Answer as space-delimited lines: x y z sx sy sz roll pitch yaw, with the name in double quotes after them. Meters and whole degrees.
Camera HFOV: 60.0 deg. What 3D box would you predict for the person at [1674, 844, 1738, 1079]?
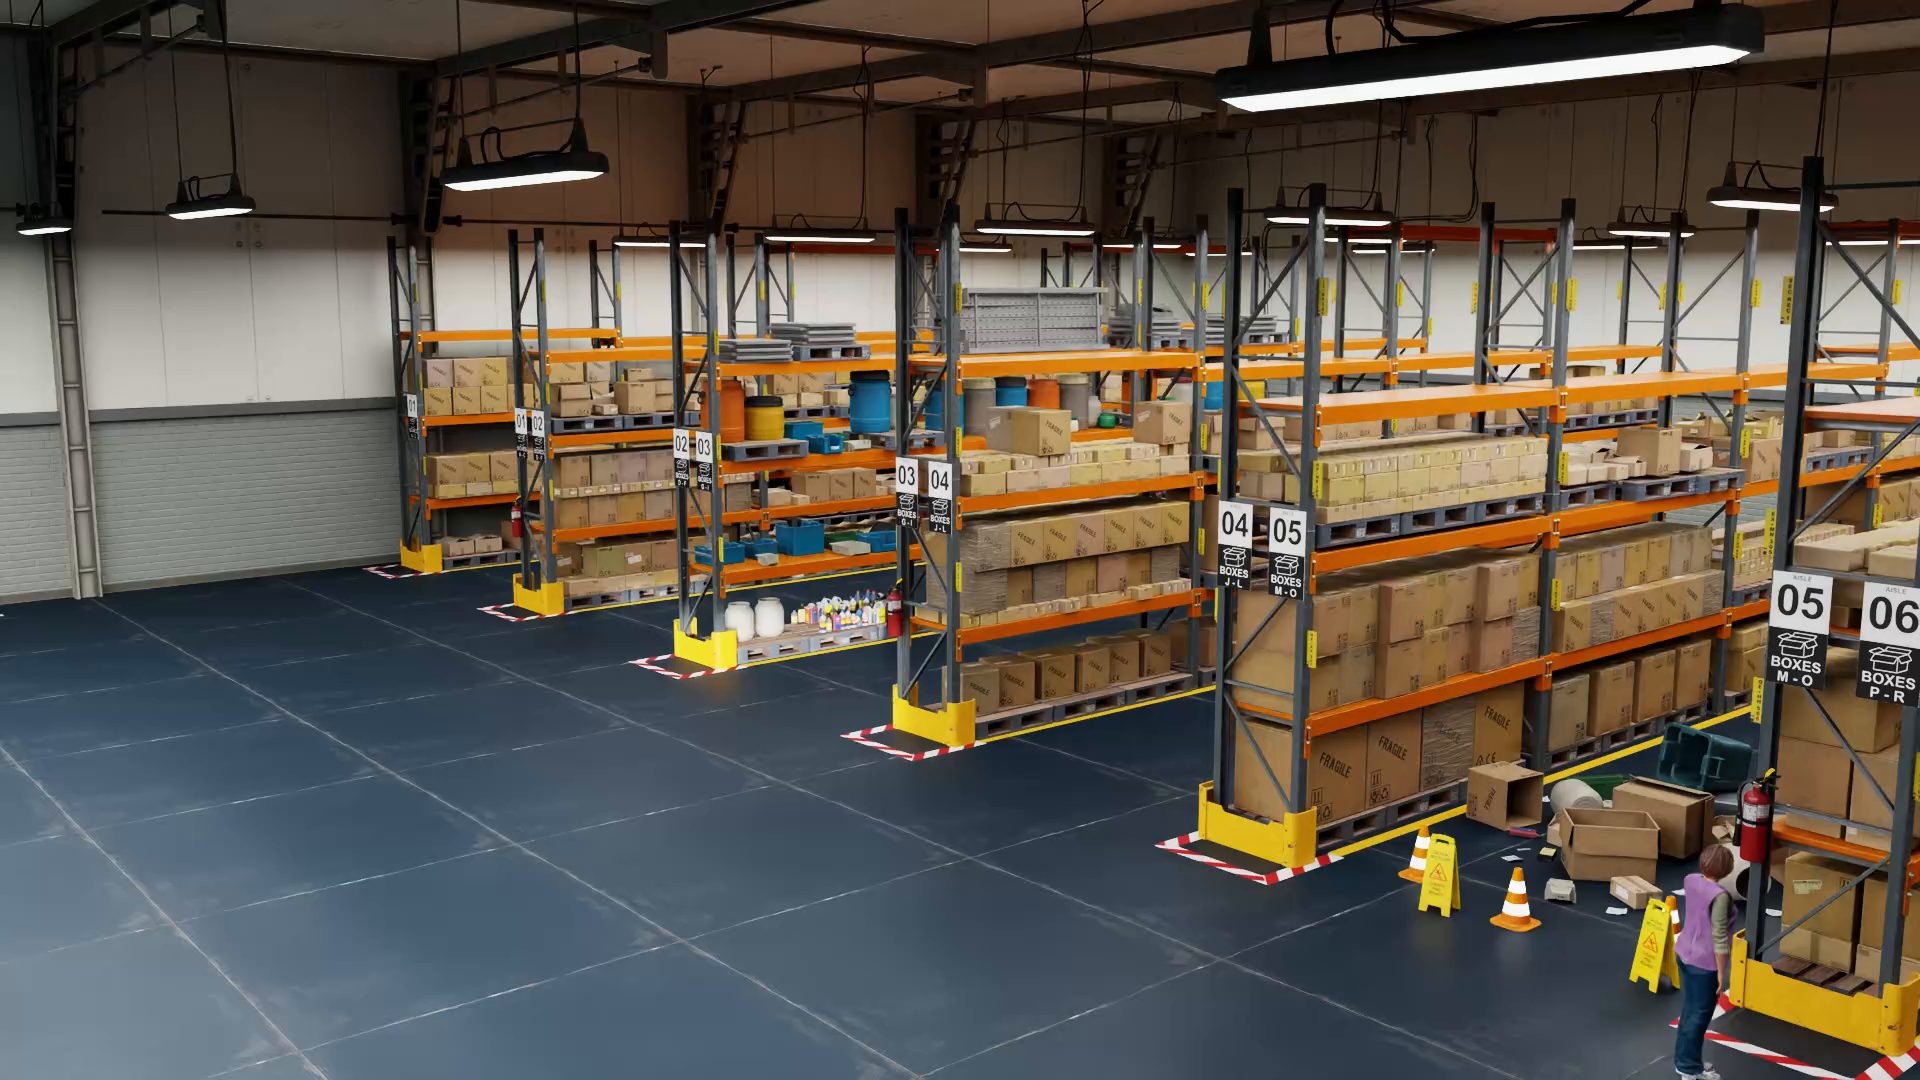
4.808 2.736 10.742 0.330 1.605 0.421 -1 9 -4 "person"
